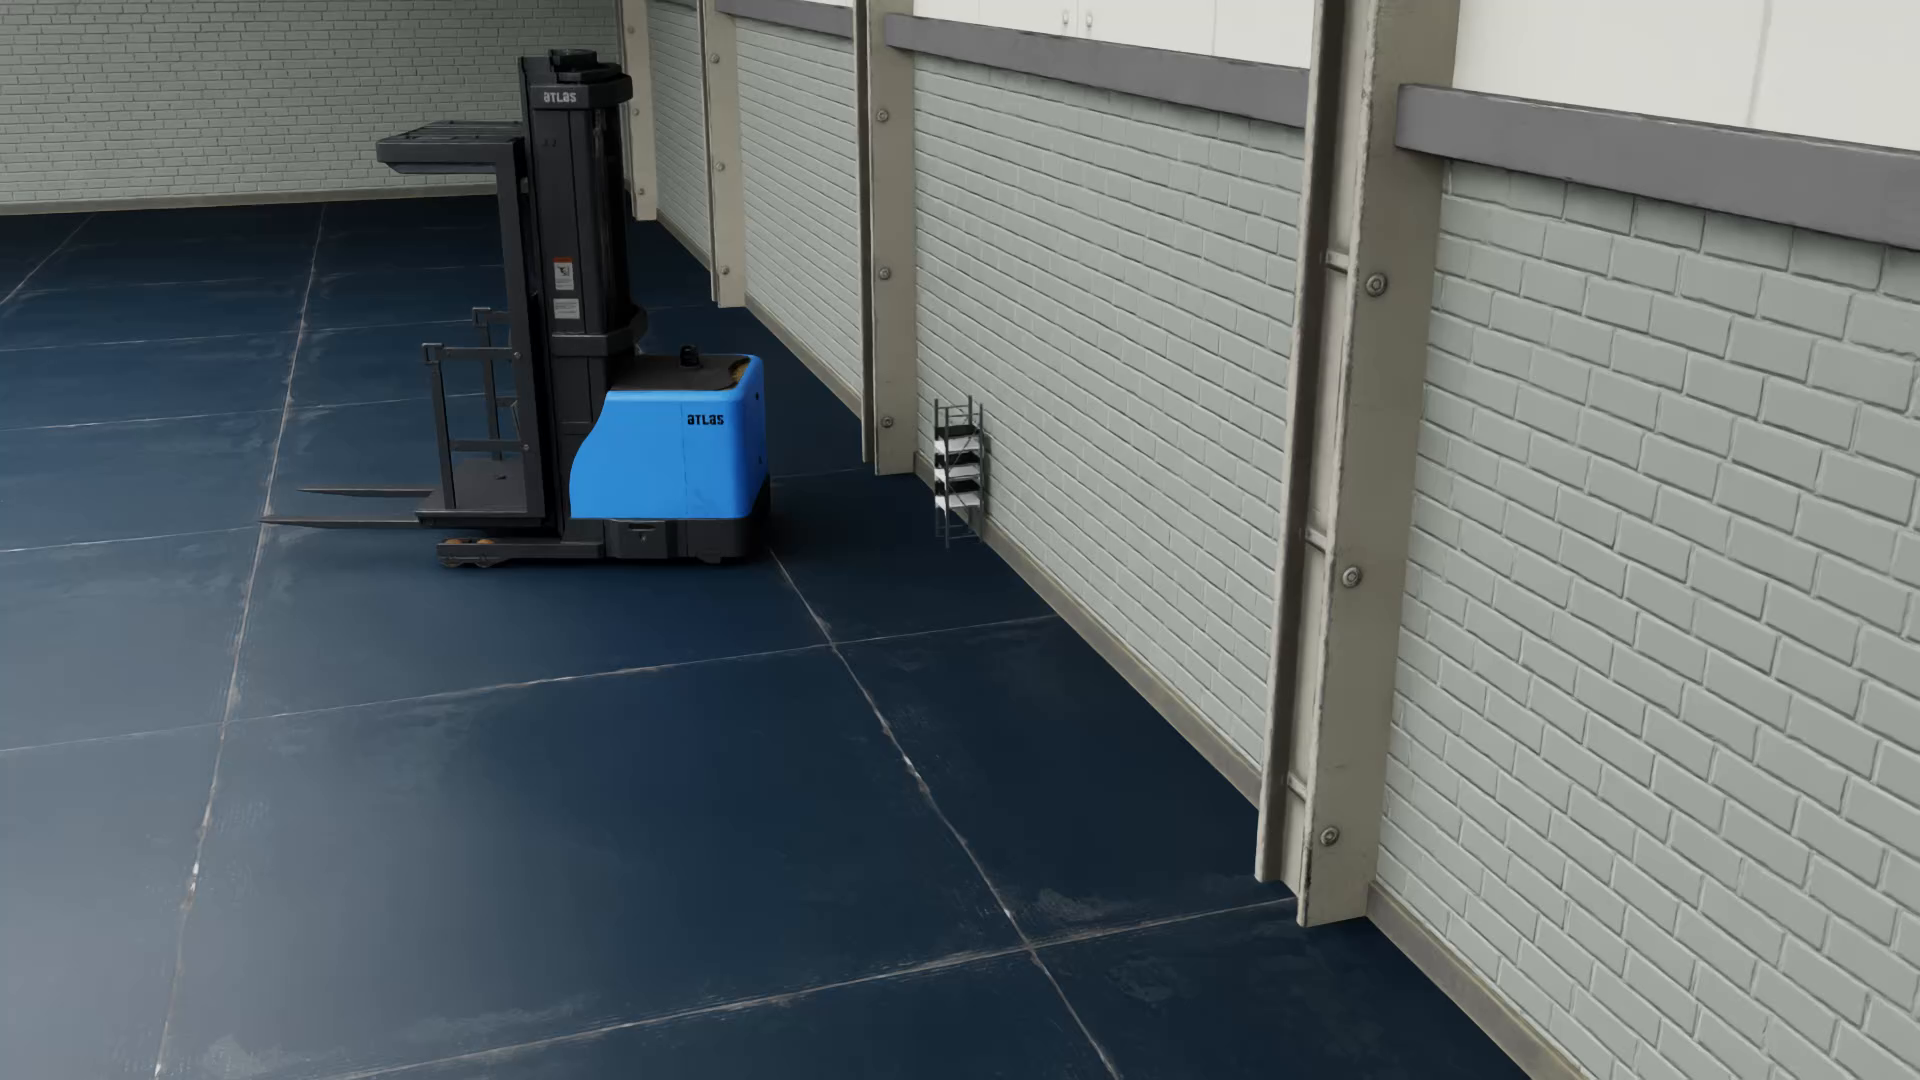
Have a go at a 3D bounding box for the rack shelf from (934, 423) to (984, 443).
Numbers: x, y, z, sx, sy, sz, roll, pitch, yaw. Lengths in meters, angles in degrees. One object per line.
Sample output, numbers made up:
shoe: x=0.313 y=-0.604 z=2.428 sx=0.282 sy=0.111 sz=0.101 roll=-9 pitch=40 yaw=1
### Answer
rack shelf: x=-0.007 y=-0.642 z=10.172 sx=0.258 sy=0.077 sz=0.200 roll=-7 pitch=21 yaw=-18

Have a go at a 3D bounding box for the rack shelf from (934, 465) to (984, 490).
rack shelf: x=-0.007 y=-0.388 z=10.264 sx=0.258 sy=0.077 sz=0.200 roll=-7 pitch=21 yaw=-18

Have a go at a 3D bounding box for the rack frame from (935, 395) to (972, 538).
rack frame: x=-0.040 y=-0.452 z=10.343 sx=0.240 sy=0.900 sz=0.006 roll=-7 pitch=21 yaw=-18

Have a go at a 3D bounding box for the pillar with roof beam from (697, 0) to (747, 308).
pillar with roof beam: x=-6.472 y=-6.236 z=14.465 sx=9.100 sy=9.000 sz=0.400 roll=-6 pitch=21 yaw=-17

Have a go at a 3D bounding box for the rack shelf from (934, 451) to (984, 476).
rack shelf: x=-0.007 y=-0.473 z=10.233 sx=0.258 sy=0.077 sz=0.200 roll=-7 pitch=21 yaw=-18

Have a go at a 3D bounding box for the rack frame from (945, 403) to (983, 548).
rack frame: x=0.026 y=-0.387 z=10.162 sx=0.240 sy=0.900 sz=0.006 roll=-7 pitch=21 yaw=-18

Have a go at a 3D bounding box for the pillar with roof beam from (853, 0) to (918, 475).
pillar with roof beam: x=-4.586 y=-4.310 z=9.104 sx=9.100 sy=9.000 sz=0.400 roll=-6 pitch=21 yaw=-17

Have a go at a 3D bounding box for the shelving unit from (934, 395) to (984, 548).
shelving unit: x=-0.007 y=-0.420 z=10.253 sx=0.258 sy=0.900 sz=0.210 roll=-7 pitch=21 yaw=-18

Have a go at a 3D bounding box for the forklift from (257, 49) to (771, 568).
forklift: x=-2.750 y=-1.393 z=9.958 sx=3.031 sy=2.935 sz=1.130 roll=0 pitch=20 yaw=1

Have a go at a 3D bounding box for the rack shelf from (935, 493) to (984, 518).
rack shelf: x=-0.006 y=-0.219 z=10.325 sx=0.258 sy=0.077 sz=0.200 roll=-7 pitch=21 yaw=-18

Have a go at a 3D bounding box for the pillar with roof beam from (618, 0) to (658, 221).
pillar with roof beam: x=-8.358 y=-8.161 z=19.826 sx=9.100 sy=9.000 sz=0.400 roll=-6 pitch=21 yaw=-17

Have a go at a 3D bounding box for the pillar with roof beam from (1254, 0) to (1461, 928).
pillar with roof beam: x=-2.700 y=-2.385 z=3.744 sx=9.100 sy=9.000 sz=0.400 roll=-6 pitch=21 yaw=-17

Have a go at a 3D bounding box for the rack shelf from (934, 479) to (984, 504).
rack shelf: x=-0.006 y=-0.304 z=10.294 sx=0.258 sy=0.077 sz=0.200 roll=-7 pitch=21 yaw=-18

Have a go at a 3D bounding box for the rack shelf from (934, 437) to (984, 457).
rack shelf: x=-0.007 y=-0.558 z=10.203 sx=0.258 sy=0.077 sz=0.200 roll=-7 pitch=21 yaw=-18
